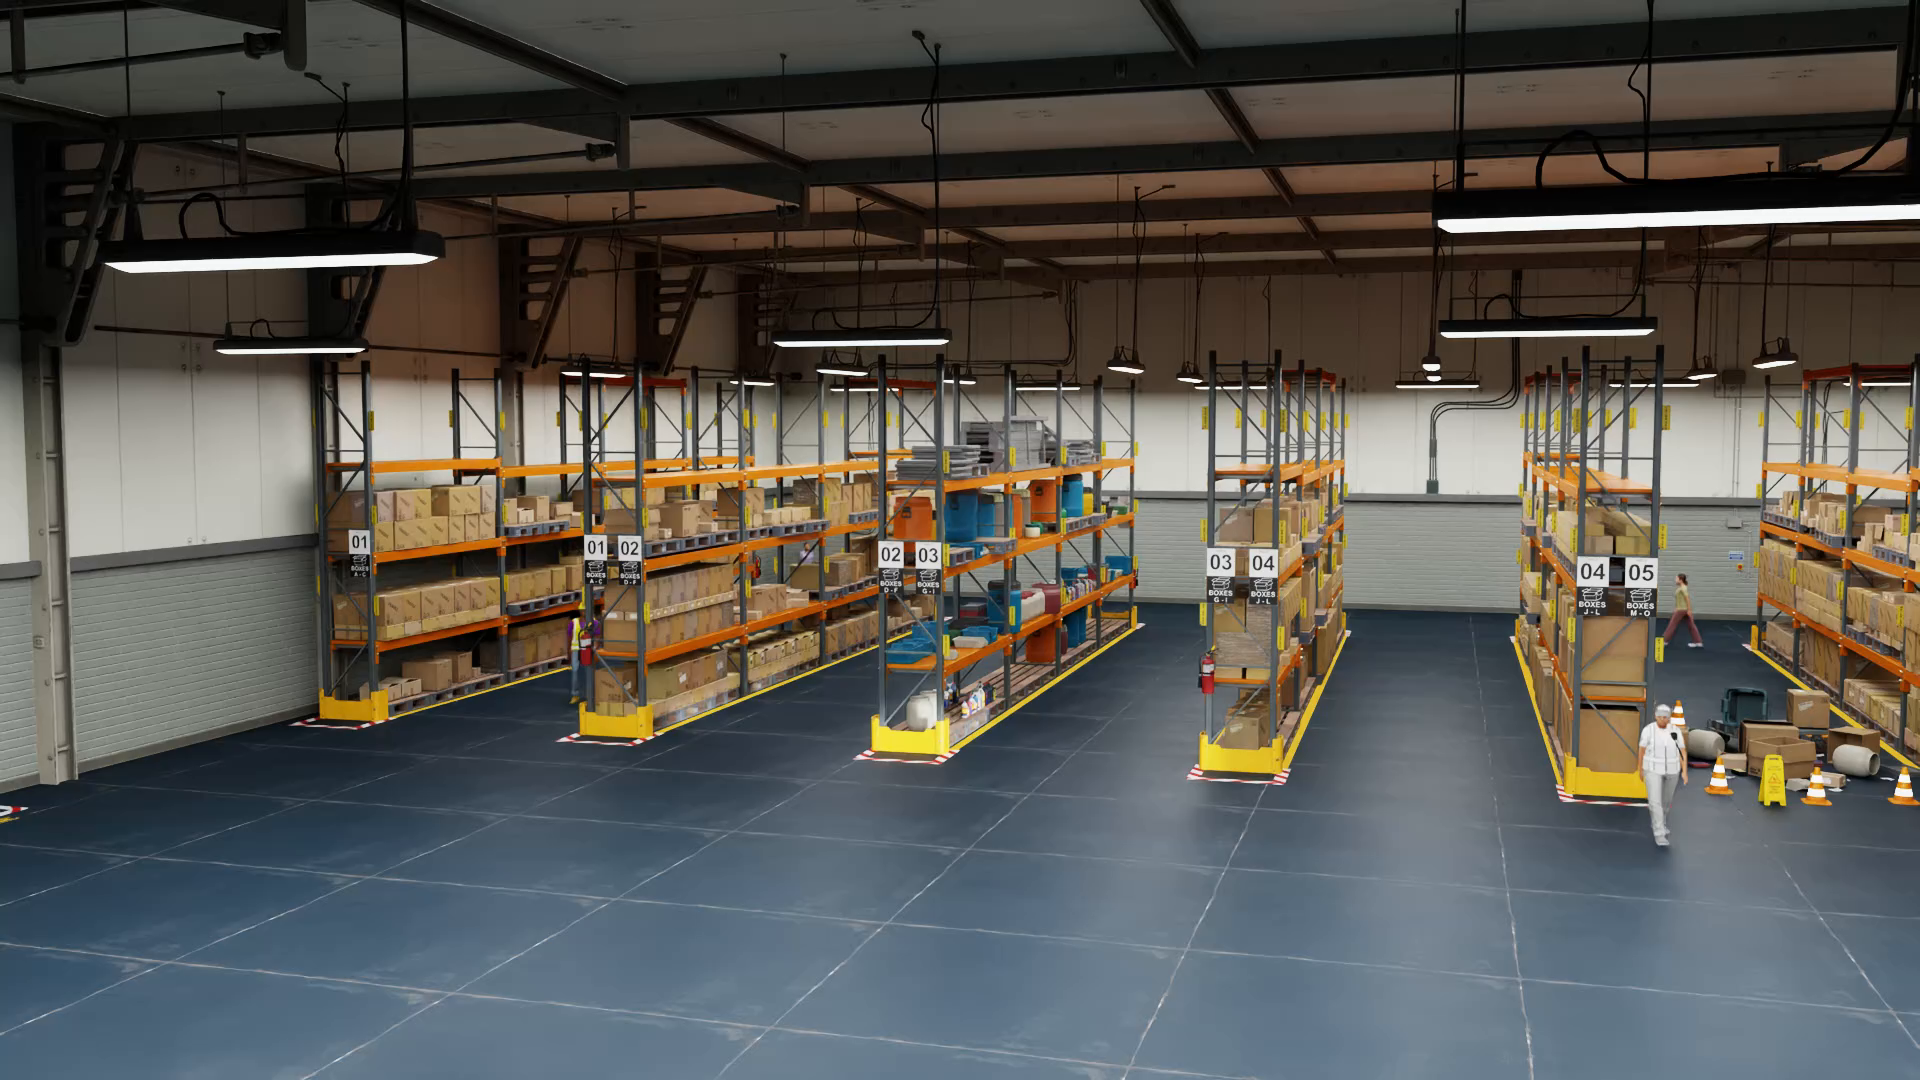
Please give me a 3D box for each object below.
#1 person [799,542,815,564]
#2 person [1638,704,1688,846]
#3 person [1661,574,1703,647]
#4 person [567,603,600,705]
[{"bbox_3d":[-4.341,0.872,46.832,0.479,1.543,0.806,-3,5,-36],"label":"person"},{"bbox_3d":[8.371,2.761,19.776,0.502,1.611,0.967,1,4,7],"label":"person"},{"bbox_3d":[15.965,1.540,36.855,1.014,1.598,0.430,3,5,40],"label":"person"},{"bbox_3d":[-6.743,2.020,29.717,0.601,1.762,0.782,-1,4,-7],"label":"person"}]
